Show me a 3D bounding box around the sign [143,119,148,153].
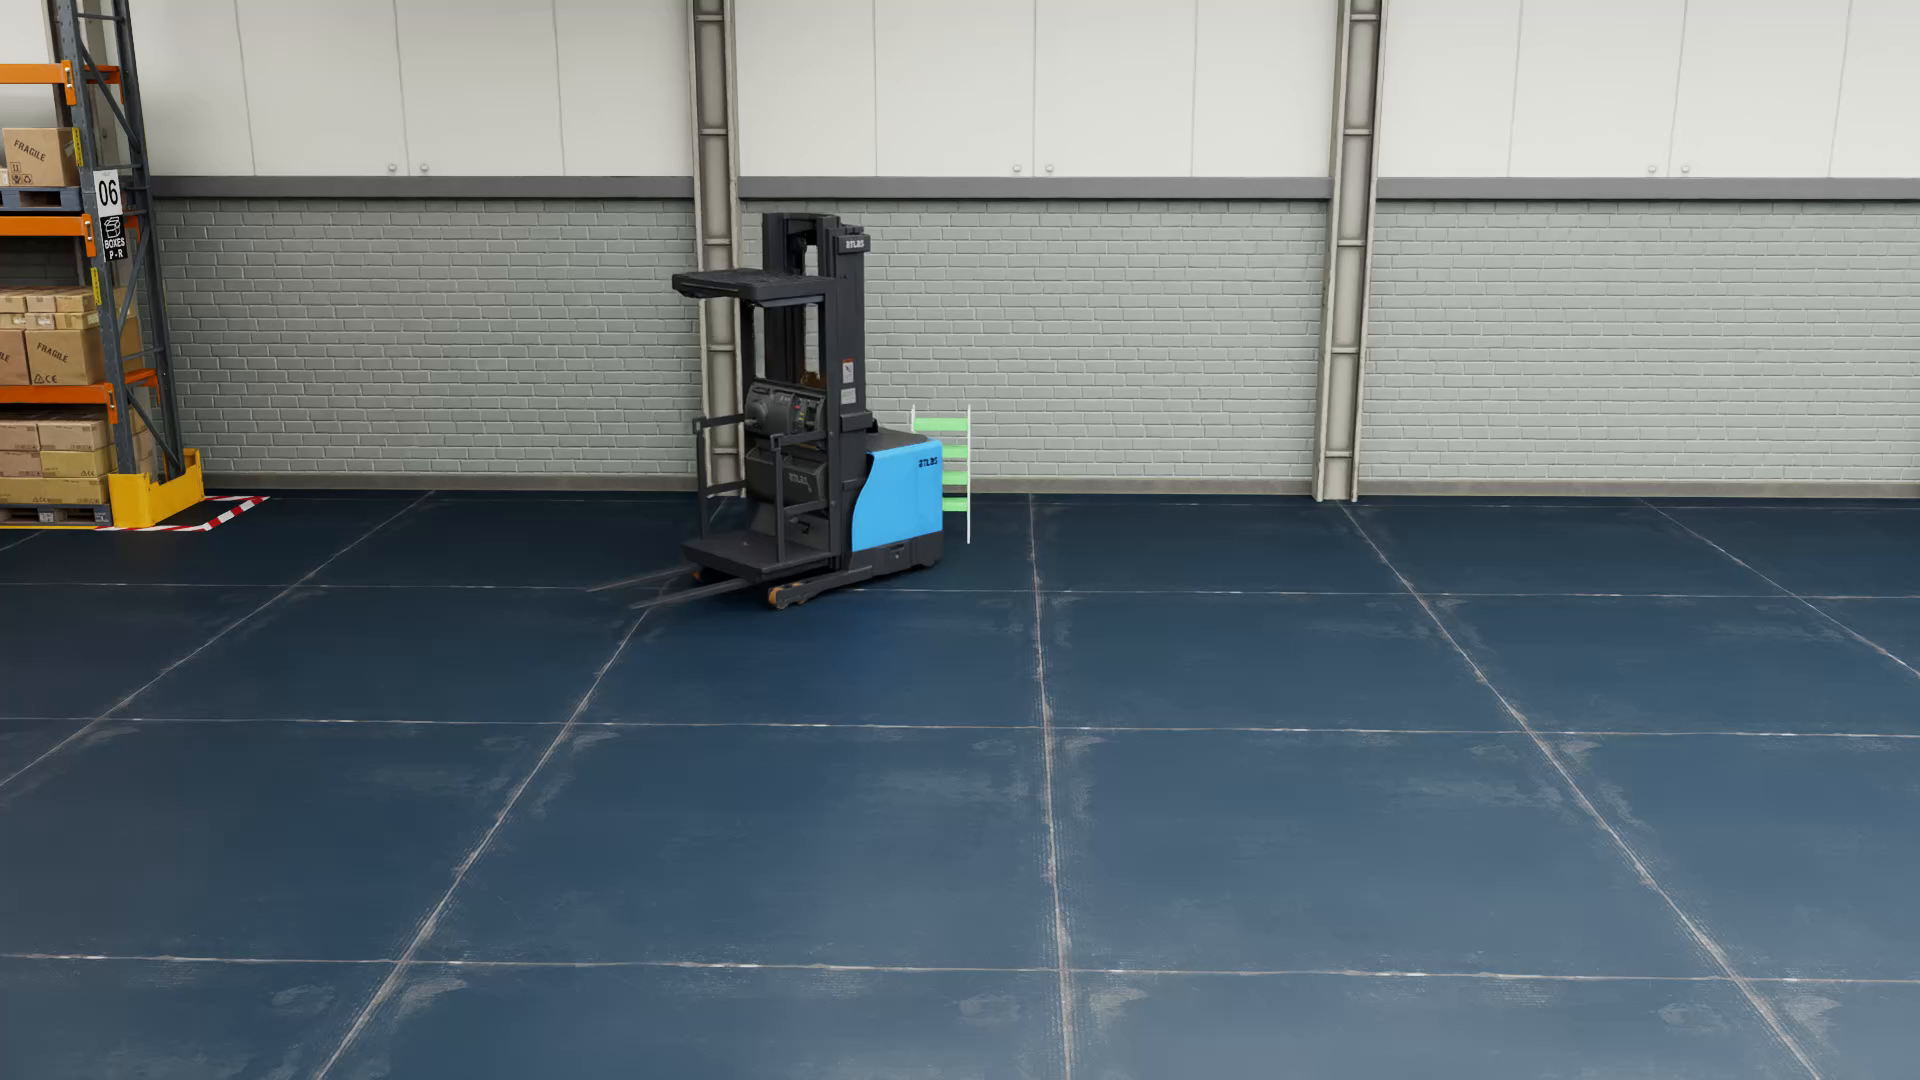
[{"bbox_3d":[-7.610,-3.764,15.480,0.005,0.325,0.100,0,15,1],"label":"sign"}]

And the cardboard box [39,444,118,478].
[{"bbox_3d":[-8.125,-0.750,15.391,0.500,0.250,0.500,0,15,1],"label":"cardboard box"}]

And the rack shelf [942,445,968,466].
[{"bbox_3d":[-0.165,-0.752,14.646,0.480,0.148,0.258,0,15,1],"label":"rack shelf"}]

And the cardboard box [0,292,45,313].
[{"bbox_3d":[-8.503,-2.154,15.075,0.250,0.149,0.380,1,15,3],"label":"cardboard box"}]

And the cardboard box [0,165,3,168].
[{"bbox_3d":[-8.720,-3.278,14.749,0.258,0.266,0.396,0,15,2],"label":"cardboard box"}]

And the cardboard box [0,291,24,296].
[{"bbox_3d":[-8.750,-2.175,15.154,0.250,0.149,0.380,0,15,2],"label":"cardboard box"}]

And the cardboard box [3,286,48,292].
[{"bbox_3d":[-8.733,-2.288,15.581,0.250,0.149,0.380,0,15,2],"label":"cardboard box"}]

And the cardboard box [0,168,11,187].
[{"bbox_3d":[-8.466,-3.220,14.757,0.250,0.149,0.380,0,15,0],"label":"cardboard box"}]

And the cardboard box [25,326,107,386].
[{"bbox_3d":[-8.129,-1.696,15.193,0.500,0.500,0.500,0,15,0],"label":"cardboard box"}]

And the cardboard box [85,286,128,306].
[{"bbox_3d":[-7.961,-2.274,15.529,0.250,0.149,0.380,0,15,0],"label":"cardboard box"}]

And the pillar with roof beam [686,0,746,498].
[{"bbox_3d":[-2.415,-3.710,11.261,0.400,9.000,9.100,0,15,1],"label":"pillar with roof beam"}]

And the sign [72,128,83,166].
[{"bbox_3d":[-7.658,-3.414,14.438,0.005,0.325,0.100,0,15,1],"label":"sign"}]

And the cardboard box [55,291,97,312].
[{"bbox_3d":[-7.994,-2.166,15.119,0.250,0.149,0.380,0,15,2],"label":"cardboard box"}]

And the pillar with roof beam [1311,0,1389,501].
[{"bbox_3d":[3.583,-3.671,11.113,0.400,9.000,9.100,0,15,1],"label":"pillar with roof beam"}]

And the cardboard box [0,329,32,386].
[{"bbox_3d":[-8.647,-1.702,15.215,0.500,0.500,0.500,1,15,3],"label":"cardboard box"}]

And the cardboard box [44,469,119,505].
[{"bbox_3d":[-8.108,-0.508,15.451,0.500,0.250,0.500,0,15,2],"label":"cardboard box"}]

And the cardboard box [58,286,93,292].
[{"bbox_3d":[-8.225,-2.292,15.596,0.250,0.149,0.380,1,15,3],"label":"cardboard box"}]

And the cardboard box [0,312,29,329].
[{"bbox_3d":[-8.498,-2.016,15.133,0.250,0.149,0.380,1,15,2],"label":"cardboard box"}]

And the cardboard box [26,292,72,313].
[{"bbox_3d":[-8.241,-2.160,15.095,0.250,0.149,0.380,0,15,2],"label":"cardboard box"}]

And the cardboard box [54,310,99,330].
[{"bbox_3d":[-7.984,-2.004,15.090,0.250,0.149,0.380,1,15,2],"label":"cardboard box"}]

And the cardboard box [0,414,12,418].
[{"bbox_3d":[-9.114,-0.995,15.337,0.500,0.250,0.500,1,15,2],"label":"cardboard box"}]

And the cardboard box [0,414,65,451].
[{"bbox_3d":[-8.609,-0.994,15.334,0.500,0.250,0.500,1,15,2],"label":"cardboard box"}]

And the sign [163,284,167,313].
[{"bbox_3d":[-7.610,-2.310,15.863,0.005,0.325,0.100,0,15,1],"label":"sign"}]

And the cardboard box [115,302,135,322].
[{"bbox_3d":[-7.963,-2.142,15.611,0.250,0.149,0.380,0,15,0],"label":"cardboard box"}]

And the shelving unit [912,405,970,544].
[{"bbox_3d":[-0.165,-0.581,14.691,0.503,1.200,0.258,0,15,1],"label":"shelving unit"}]

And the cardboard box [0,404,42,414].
[{"bbox_3d":[-9.105,-1.128,15.843,0.500,0.250,0.500,0,15,1],"label":"cardboard box"}]

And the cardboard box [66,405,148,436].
[{"bbox_3d":[-8.106,-1.120,15.812,0.500,0.250,0.500,0,15,1],"label":"cardboard box"}]

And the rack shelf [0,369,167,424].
[{"bbox_3d":[-9.630,-1.377,15.589,4.000,0.370,1.077,0,15,1],"label":"rack shelf"}]

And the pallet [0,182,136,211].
[{"bbox_3d":[-8.336,-3.130,15.119,1.213,0.211,1.003,0,15,1],"label":"pallet"}]

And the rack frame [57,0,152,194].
[{"bbox_3d":[-7.630,-4.612,14.682,0.127,3.000,1.000,0,15,1],"label":"rack frame"}]

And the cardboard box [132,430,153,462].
[{"bbox_3d":[-8.095,-0.883,15.893,0.500,0.250,0.500,1,15,2],"label":"cardboard box"}]

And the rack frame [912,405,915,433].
[{"bbox_3d":[-0.409,-0.583,14.697,0.015,1.200,0.240,0,15,1],"label":"rack frame"}]

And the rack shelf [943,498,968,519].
[{"bbox_3d":[-0.165,-0.287,14.769,0.480,0.148,0.258,0,15,1],"label":"rack shelf"}]

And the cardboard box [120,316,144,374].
[{"bbox_3d":[-8.118,-1.834,15.715,0.500,0.500,0.500,1,15,3],"label":"cardboard box"}]

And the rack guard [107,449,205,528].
[{"bbox_3d":[-7.606,-0.503,15.766,0.348,0.500,1.175,0,15,1],"label":"rack guard"}]

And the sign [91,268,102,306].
[{"bbox_3d":[-7.658,-2.248,14.745,0.005,0.325,0.100,0,15,1],"label":"sign"}]

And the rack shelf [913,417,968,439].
[{"bbox_3d":[-0.165,-0.984,14.585,0.480,0.148,0.258,0,15,1],"label":"rack shelf"}]

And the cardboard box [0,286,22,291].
[{"bbox_3d":[-8.997,-2.283,15.564,0.250,0.149,0.380,1,15,3],"label":"cardboard box"}]

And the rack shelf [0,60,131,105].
[{"bbox_3d":[-9.630,-4.084,14.874,4.000,0.370,1.077,0,15,1],"label":"rack shelf"}]

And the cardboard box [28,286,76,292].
[{"bbox_3d":[-8.486,-2.282,15.561,0.250,0.149,0.380,1,15,2],"label":"cardboard box"}]

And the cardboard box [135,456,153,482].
[{"bbox_3d":[-8.116,-0.638,15.946,0.500,0.250,0.500,0,15,2],"label":"cardboard box"}]

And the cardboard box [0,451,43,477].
[{"bbox_3d":[-8.626,-0.756,15.414,0.500,0.250,0.500,0,15,1],"label":"cardboard box"}]

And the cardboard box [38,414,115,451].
[{"bbox_3d":[-8.099,-0.992,15.327,0.500,0.250,0.500,1,15,3],"label":"cardboard box"}]

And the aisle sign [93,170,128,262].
[{"bbox_3d":[-7.572,-2.893,14.830,0.004,0.787,0.394,0,15,1],"label":"aisle sign"}]

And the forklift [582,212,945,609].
[{"bbox_3d":[-1.537,-1.035,13.016,3.031,2.935,1.130,-14,20,-42],"label":"forklift"}]

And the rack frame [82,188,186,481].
[{"bbox_3d":[-7.630,-1.712,15.447,0.127,3.000,1.000,0,15,1],"label":"rack frame"}]

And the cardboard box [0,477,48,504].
[{"bbox_3d":[-8.605,-0.513,15.472,0.500,0.250,0.500,0,15,1],"label":"cardboard box"}]

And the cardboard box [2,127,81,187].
[{"bbox_3d":[-8.079,-3.402,14.761,0.500,0.500,0.500,1,15,3],"label":"cardboard box"}]

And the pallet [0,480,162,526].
[{"bbox_3d":[-8.396,-0.358,15.782,1.213,0.211,1.003,0,15,1],"label":"pallet"}]

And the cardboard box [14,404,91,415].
[{"bbox_3d":[-8.606,-1.122,15.821,0.500,0.250,0.500,0,15,2],"label":"cardboard box"}]

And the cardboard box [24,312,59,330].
[{"bbox_3d":[-8.240,-1.998,15.067,0.250,0.149,0.380,1,15,2],"label":"cardboard box"}]

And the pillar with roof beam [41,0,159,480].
[{"bbox_3d":[-8.413,-3.749,11.409,0.400,9.000,9.100,0,15,1],"label":"pillar with roof beam"}]

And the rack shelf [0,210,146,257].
[{"bbox_3d":[-9.630,-2.827,15.206,4.000,0.370,1.077,0,15,1],"label":"rack shelf"}]

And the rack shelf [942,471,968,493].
[{"bbox_3d":[-0.165,-0.519,14.707,0.480,0.148,0.258,0,15,1],"label":"rack shelf"}]

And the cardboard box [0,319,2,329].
[{"bbox_3d":[-8.746,-2.020,15.150,0.250,0.149,0.380,0,15,1],"label":"cardboard box"}]

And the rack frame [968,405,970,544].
[{"bbox_3d":[0.078,-0.580,14.685,0.015,1.200,0.240,0,15,1],"label":"rack frame"}]
